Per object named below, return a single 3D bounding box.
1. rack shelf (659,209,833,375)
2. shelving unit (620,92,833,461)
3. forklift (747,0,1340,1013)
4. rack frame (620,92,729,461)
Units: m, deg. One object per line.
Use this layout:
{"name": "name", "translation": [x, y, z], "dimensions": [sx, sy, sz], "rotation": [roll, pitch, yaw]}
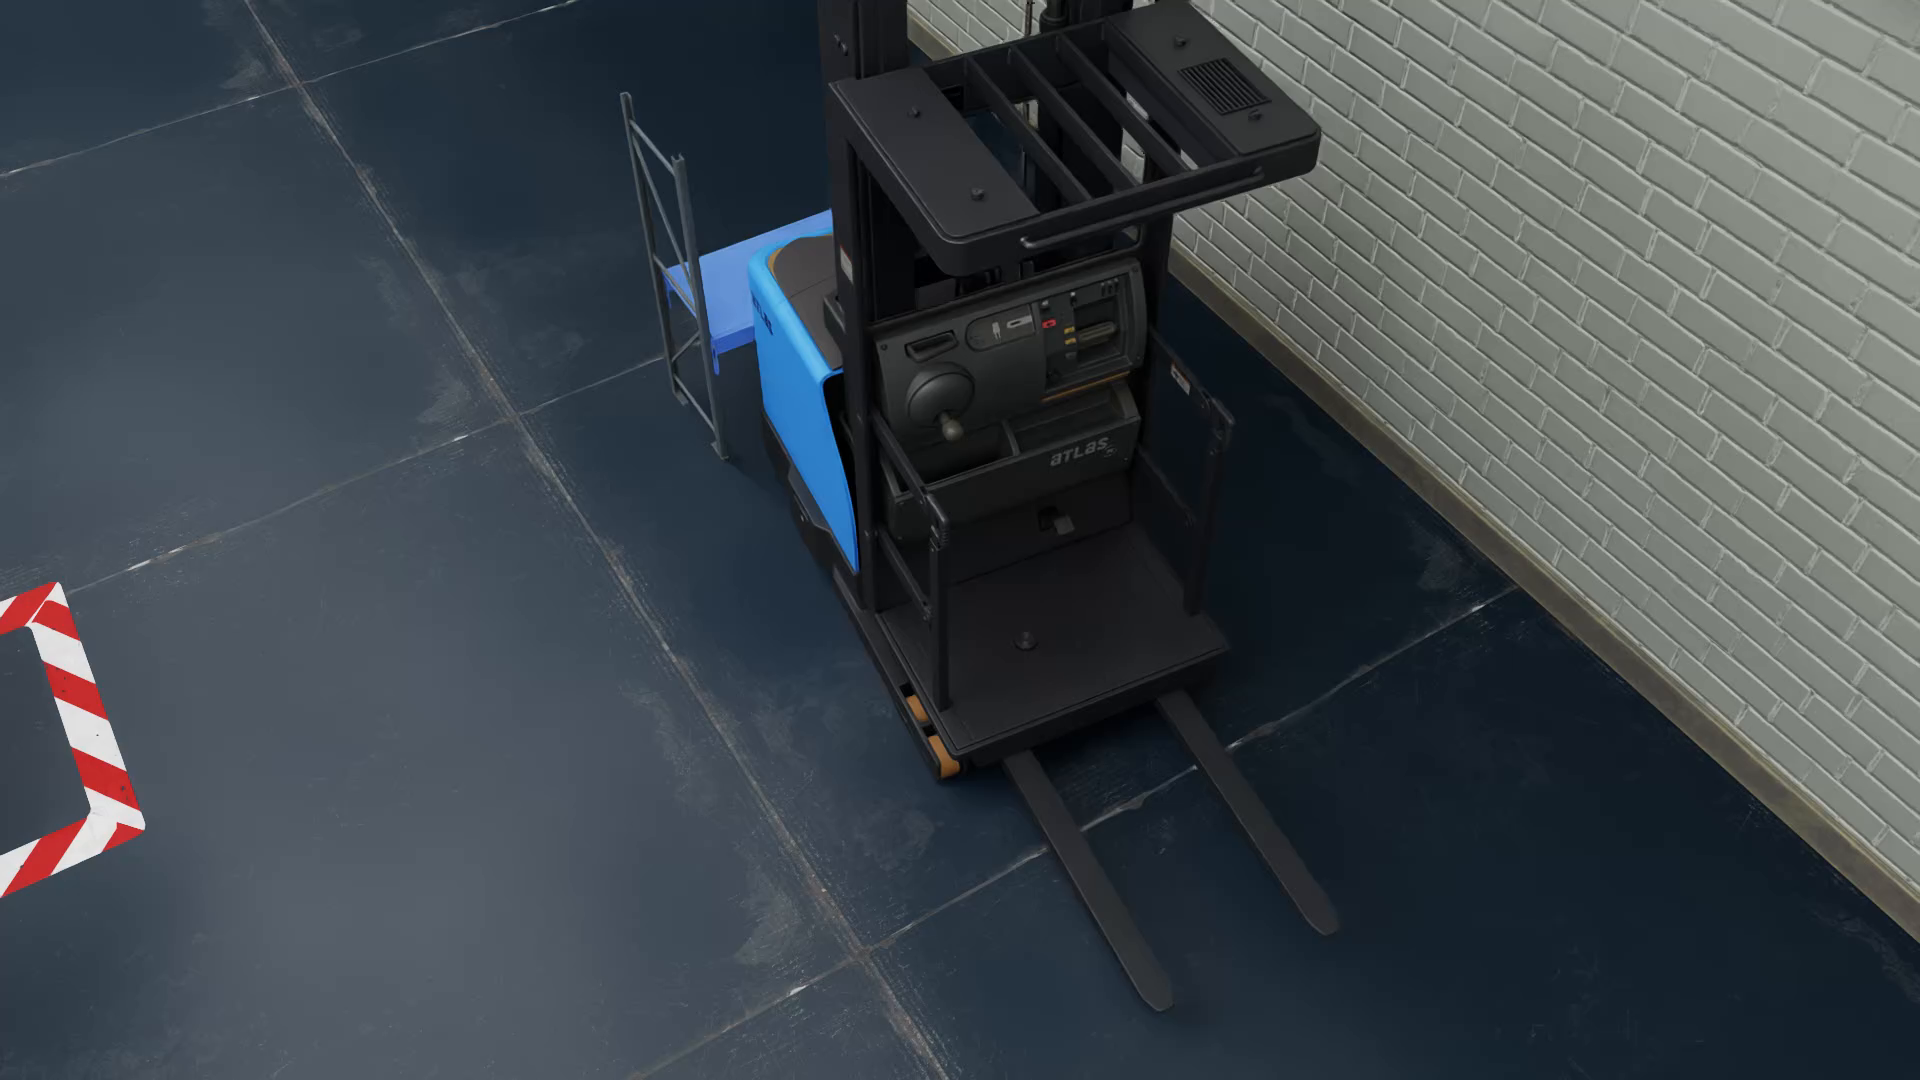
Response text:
{"name": "rack shelf", "translation": [-0.683, -1.077, 6.890], "dimensions": [1.000, 0.185, 0.538], "rotation": [-25, 53, -20]}
{"name": "shelving unit", "translation": [-0.683, -1.197, 6.756], "dimensions": [1.048, 1.500, 0.538], "rotation": [-25, 53, -20]}
{"name": "forklift", "translation": [0.268, -0.504, 5.182], "dimensions": [1.130, 2.935, 3.031], "rotation": [-19, 51, -16]}
{"name": "rack frame", "translation": [-1.117, -0.999, 6.580], "dimensions": [0.032, 1.500, 0.500], "rotation": [-25, 53, -20]}
